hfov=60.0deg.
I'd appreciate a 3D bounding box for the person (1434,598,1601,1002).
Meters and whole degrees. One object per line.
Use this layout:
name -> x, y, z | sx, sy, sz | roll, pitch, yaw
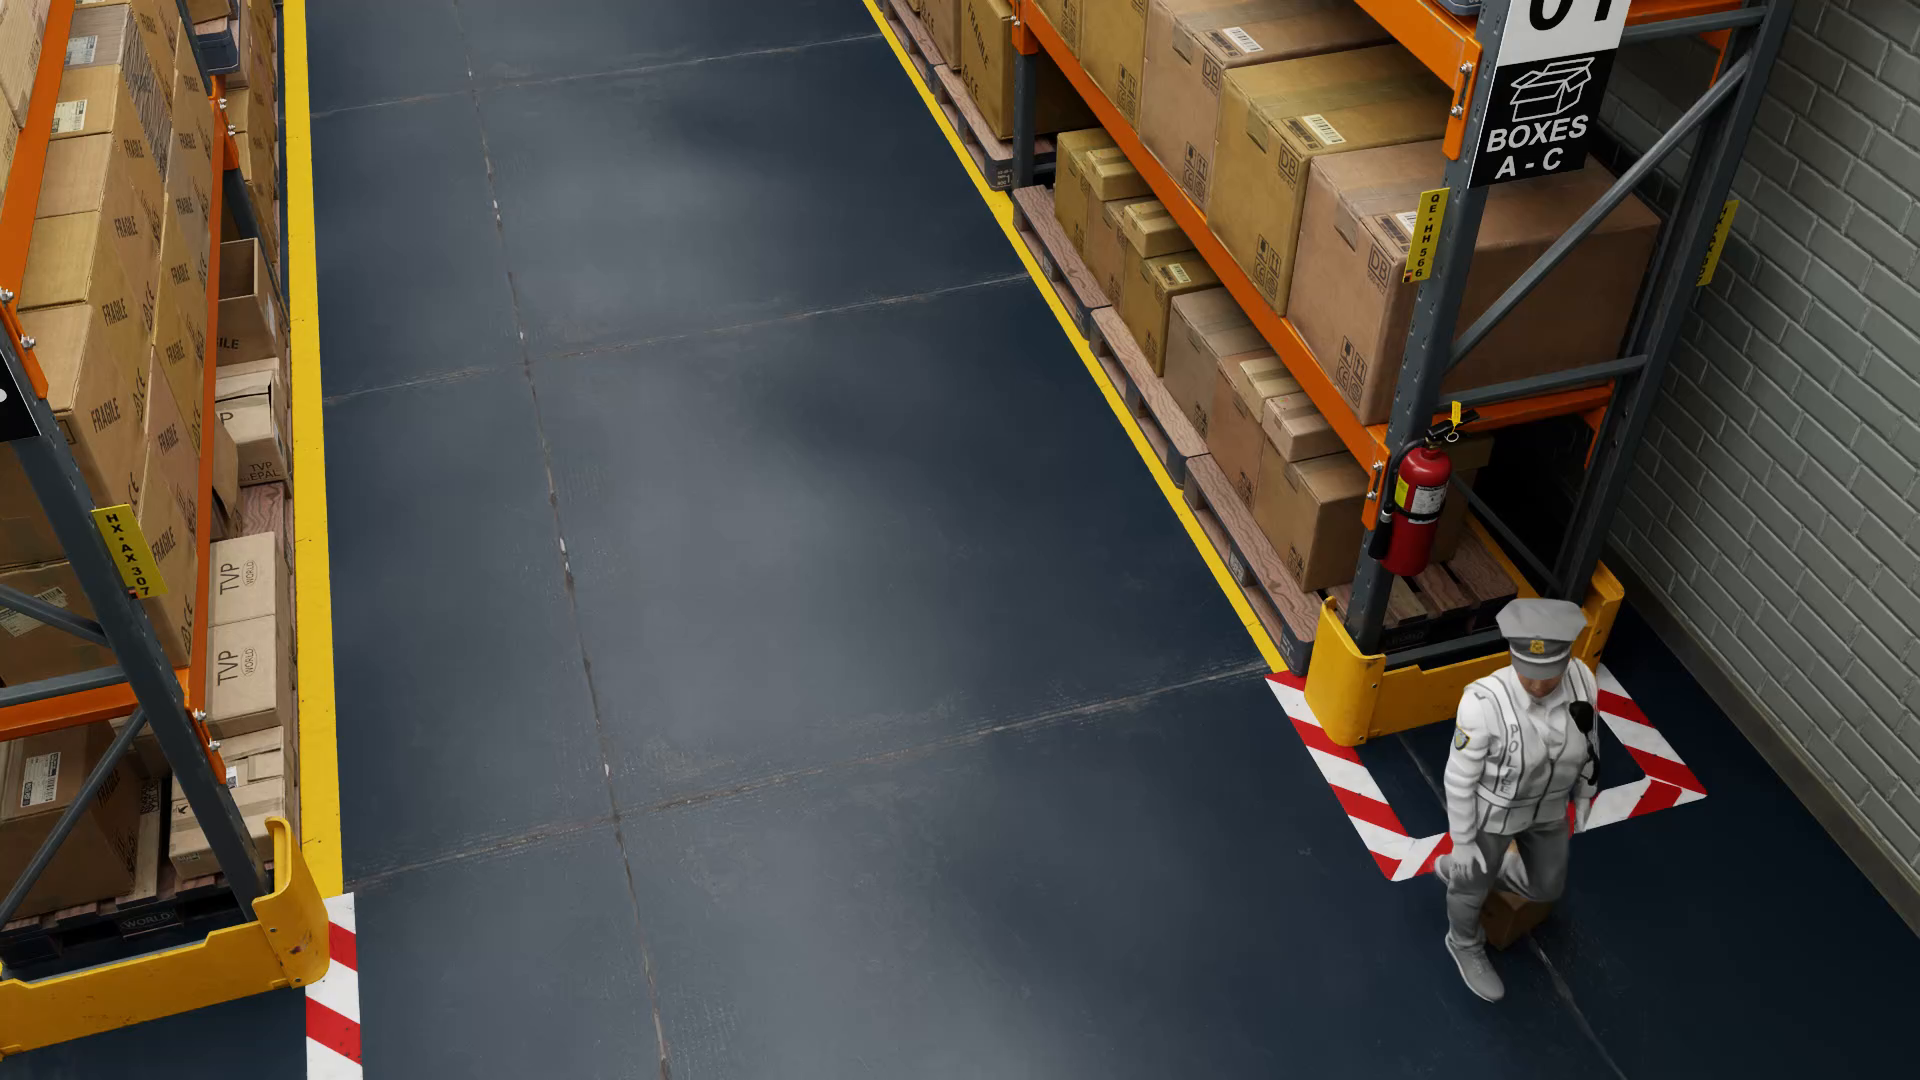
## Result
person -> 1.726, 0.821, 5.266 | 0.541, 1.695, 0.477 | -12, 44, -13
